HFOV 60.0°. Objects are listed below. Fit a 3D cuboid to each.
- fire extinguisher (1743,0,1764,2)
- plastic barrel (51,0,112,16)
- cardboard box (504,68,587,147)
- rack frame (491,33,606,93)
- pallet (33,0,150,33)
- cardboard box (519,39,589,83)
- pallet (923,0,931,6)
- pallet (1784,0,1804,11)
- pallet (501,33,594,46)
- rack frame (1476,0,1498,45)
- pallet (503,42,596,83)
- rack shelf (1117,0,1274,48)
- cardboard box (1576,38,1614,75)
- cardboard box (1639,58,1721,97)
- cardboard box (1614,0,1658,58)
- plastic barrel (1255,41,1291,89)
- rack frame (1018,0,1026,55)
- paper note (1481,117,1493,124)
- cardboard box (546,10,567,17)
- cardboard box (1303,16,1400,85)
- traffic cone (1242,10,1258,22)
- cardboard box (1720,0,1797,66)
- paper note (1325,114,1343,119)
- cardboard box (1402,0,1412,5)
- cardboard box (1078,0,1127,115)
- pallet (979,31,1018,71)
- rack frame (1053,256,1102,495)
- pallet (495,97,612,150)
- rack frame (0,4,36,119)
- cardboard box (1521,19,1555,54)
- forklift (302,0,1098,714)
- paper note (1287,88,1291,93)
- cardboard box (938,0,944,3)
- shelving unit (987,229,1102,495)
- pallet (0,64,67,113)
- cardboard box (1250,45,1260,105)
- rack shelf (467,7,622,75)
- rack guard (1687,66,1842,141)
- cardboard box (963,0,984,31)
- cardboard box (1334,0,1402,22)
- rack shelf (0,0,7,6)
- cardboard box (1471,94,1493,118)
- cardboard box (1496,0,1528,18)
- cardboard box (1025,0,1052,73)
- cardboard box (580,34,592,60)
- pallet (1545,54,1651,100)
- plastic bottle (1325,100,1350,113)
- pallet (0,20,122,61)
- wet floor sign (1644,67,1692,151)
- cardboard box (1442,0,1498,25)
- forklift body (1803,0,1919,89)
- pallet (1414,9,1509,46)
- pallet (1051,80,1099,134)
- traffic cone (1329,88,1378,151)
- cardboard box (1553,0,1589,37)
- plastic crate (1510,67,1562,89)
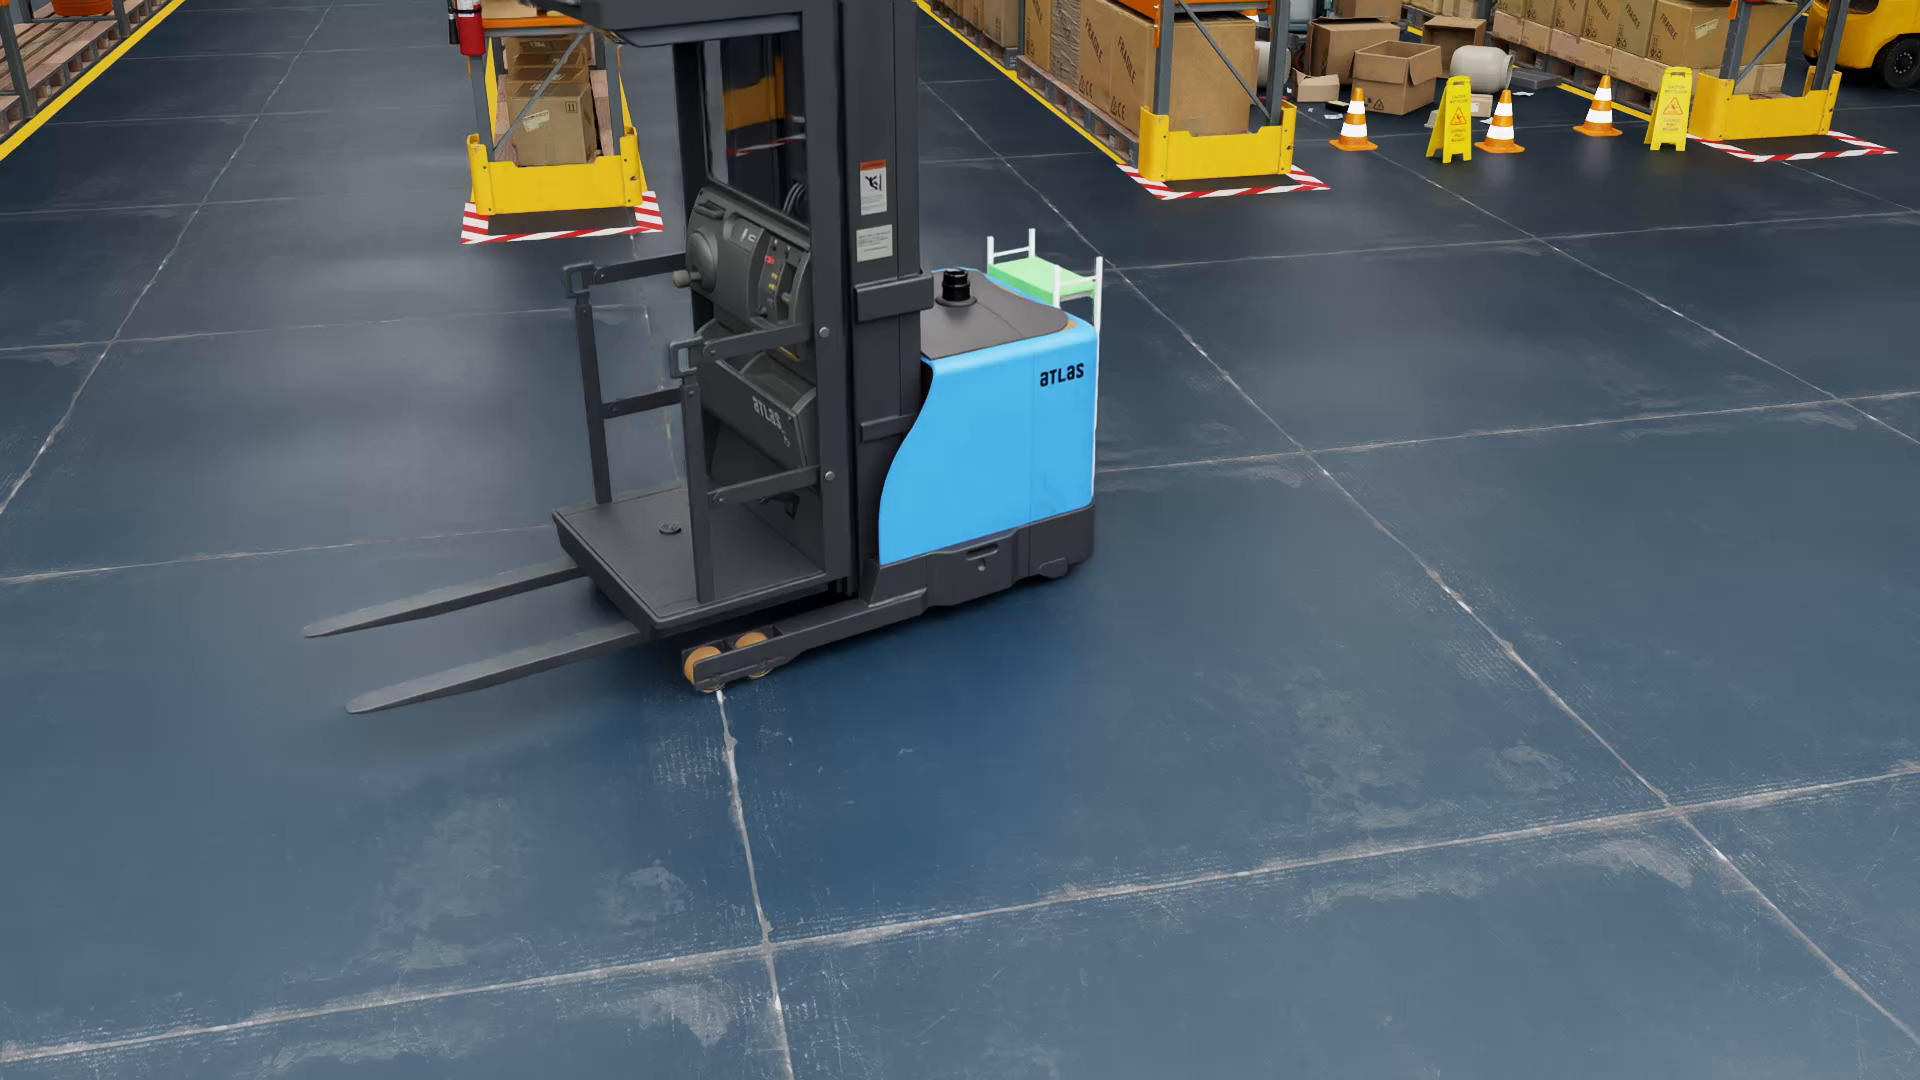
[{"bbox_3d":[6.345,-4.619,13.158,0.296,0.674,0.183,-6,27,-12],"label":"fire extinguisher"},{"bbox_3d":[-9.642,-6.185,18.117,0.600,0.830,0.708,-6,27,-12],"label":"plastic barrel"},{"bbox_3d":[-3.180,-3.350,12.867,0.500,0.500,0.500,1,27,2],"label":"cardboard box"},{"bbox_3d":[-3.789,-5.500,14.818,1.000,3.000,0.127,-6,27,-12],"label":"rack frame"},{"bbox_3d":[-9.734,-5.850,18.606,1.003,0.211,1.213,-6,27,-12],"label":"pallet"},{"bbox_3d":[-3.384,-3.877,13.910,0.500,0.500,0.500,-8,28,-16],"label":"cardboard box"},{"bbox_3d":[-0.010,-6.814,20.515,1.003,0.211,1.213,-6,27,-12],"label":"pallet"},{"bbox_3d":[10.219,-6.623,20.138,1.003,0.211,1.213,-6,27,-12],"label":"pallet"},{"bbox_3d":[-4.244,-5.133,17.186,1.003,0.211,1.213,-6,27,-12],"label":"pallet"},{"bbox_3d":[5.867,-6.506,16.811,1.000,3.000,0.127,-6,27,-12],"label":"rack frame"},{"bbox_3d":[-3.965,-4.597,16.123,1.003,0.211,1.213,-6,27,-12],"label":"pallet"},{"bbox_3d":[1.517,-4.760,14.150,1.077,0.370,4.000,-6,27,-12],"label":"rack shelf"},{"bbox_3d":[6.091,-4.495,15.412,0.500,0.250,0.500,-7,28,-13],"label":"cardboard box"},{"bbox_3d":[6.318,-4.048,14.527,0.500,0.250,0.500,-6,27,-12],"label":"cardboard box"},{"bbox_3d":[6.212,-4.599,14.786,0.500,0.500,0.500,-5,27,-10],"label":"cardboard box"},{"bbox_3d":[2.817,-4.467,15.630,0.512,0.421,0.421,13,30,24],"label":"plastic barrel"},{"bbox_3d":[1.067,-5.959,15.728,1.000,3.000,0.127,-6,27,-12],"label":"rack frame"},{"bbox_3d":[4.616,-3.638,14.423,0.148,0.019,0.142,-16,31,-29],"label":"paper note"},{"bbox_3d":[-2.719,-3.781,11.691,0.380,0.149,0.250,-6,27,-12],"label":"cardboard box"},{"bbox_3d":[3.687,-4.620,15.694,0.797,0.637,0.503,-6,27,-12],"label":"cardboard box"},{"bbox_3d":[3.183,-5.802,18.231,0.336,0.463,0.334,-6,27,-12],"label":"traffic cone"},{"bbox_3d":[6.850,-4.438,14.466,0.500,0.500,0.500,-7,28,-13],"label":"cardboard box"},{"bbox_3d":[3.278,-3.720,14.587,0.144,0.017,0.142,3,27,6],"label":"paper note"},{"bbox_3d":[5.422,-6.371,18.994,0.950,0.372,0.625,-5,27,-10],"label":"cardboard box"},{"bbox_3d":[1.551,-4.119,13.974,0.875,0.875,0.875,-6,27,-12],"label":"cardboard box"},{"bbox_3d":[0.819,-5.045,17.012,1.003,0.211,1.213,-6,27,-12],"label":"pallet"},{"bbox_3d":[0.488,-0.614,7.135,0.240,1.200,0.015,-16,31,-29],"label":"rack frame"},{"bbox_3d":[-3.324,-3.427,13.806,1.003,0.211,1.213,-6,27,-12],"label":"pallet"},{"bbox_3d":[-8.614,-4.997,13.821,1.000,3.000,0.127,-6,27,-12],"label":"rack frame"},{"bbox_3d":[5.868,-4.947,16.307,0.500,0.250,0.500,-4,27,-9],"label":"cardboard box"},{"bbox_3d":[-0.959,-1.018,6.014,3.031,2.935,1.130,-16,31,-29],"label":"forklift"},{"bbox_3d":[3.156,-4.220,15.585,0.172,0.023,0.155,3,27,6],"label":"paper note"},{"bbox_3d":[0.215,-6.622,19.071,1.050,0.750,0.750,-6,27,-12],"label":"cardboard box"},{"bbox_3d":[0.356,-0.706,7.318,0.258,1.200,0.503,-16,31,-29],"label":"shelving unit"},{"bbox_3d":[-8.829,-4.093,15.125,1.003,0.211,1.213,-6,27,-12],"label":"pallet"},{"bbox_3d":[2.416,-4.267,15.147,0.500,0.500,0.500,-1,27,-3],"label":"cardboard box"},{"bbox_3d":[-3.338,-4.301,13.240,1.077,0.370,4.000,-6,27,-12],"label":"rack shelf"},{"bbox_3d":[6.751,-3.668,13.962,1.175,0.500,0.348,-6,27,-12],"label":"rack guard"},{"bbox_3d":[0.625,-5.830,17.502,1.050,0.750,0.750,-6,27,-12],"label":"cardboard box"},{"bbox_3d":[4.139,-5.534,16.820,0.500,0.500,0.500,-6,27,-12],"label":"cardboard box"},{"bbox_3d":[-8.163,-3.798,12.244,1.077,0.370,4.000,-6,27,-12],"label":"rack shelf"},{"bbox_3d":[4.505,-3.848,14.708,0.380,0.149,0.250,8,28,15],"label":"cardboard box"},{"bbox_3d":[5.736,-5.515,16.600,0.500,0.500,0.500,-5,27,-9],"label":"cardboard box"},{"bbox_3d":[1.140,-4.915,15.551,0.875,0.875,0.875,-6,27,-11],"label":"cardboard box"},{"bbox_3d":[-3.906,-4.852,15.820,0.700,0.500,0.500,-8,28,-16],"label":"cardboard box"},{"bbox_3d":[6.331,-4.434,15.800,1.003,0.211,1.213,-6,27,-12],"label":"pallet"},{"bbox_3d":[3.368,-3.886,14.881,0.133,0.061,0.283,-16,31,-29],"label":"plastic bottle"},{"bbox_3d":[-9.379,-5.164,17.247,1.003,0.211,1.213,-6,27,-12],"label":"pallet"},{"bbox_3d":[5.768,-3.507,13.482,0.267,0.644,0.232,3,27,6],"label":"wet floor sign"},{"bbox_3d":[5.746,-5.751,17.765,0.950,0.372,0.625,-6,27,-11],"label":"cardboard box"},{"bbox_3d":[9.398,-5.524,15.808,2.313,2.155,1.214,-6,27,-12],"label":"forklift body"},{"bbox_3d":[5.690,-5.603,18.117,1.003,0.211,1.213,-6,27,-12],"label":"pallet"},{"bbox_3d":[1.440,-3.836,14.616,1.003,0.211,1.213,-6,27,-12],"label":"pallet"},{"bbox_3d":[3.232,-3.448,13.568,0.336,0.463,0.334,-6,27,-12],"label":"traffic cone"},{"bbox_3d":[5.984,-5.053,15.685,0.500,0.500,0.500,-5,27,-9],"label":"cardboard box"},{"bbox_3d":[5.421,-4.430,15.939,0.402,0.080,0.583,-16,31,-29],"label":"plastic crate"}]
